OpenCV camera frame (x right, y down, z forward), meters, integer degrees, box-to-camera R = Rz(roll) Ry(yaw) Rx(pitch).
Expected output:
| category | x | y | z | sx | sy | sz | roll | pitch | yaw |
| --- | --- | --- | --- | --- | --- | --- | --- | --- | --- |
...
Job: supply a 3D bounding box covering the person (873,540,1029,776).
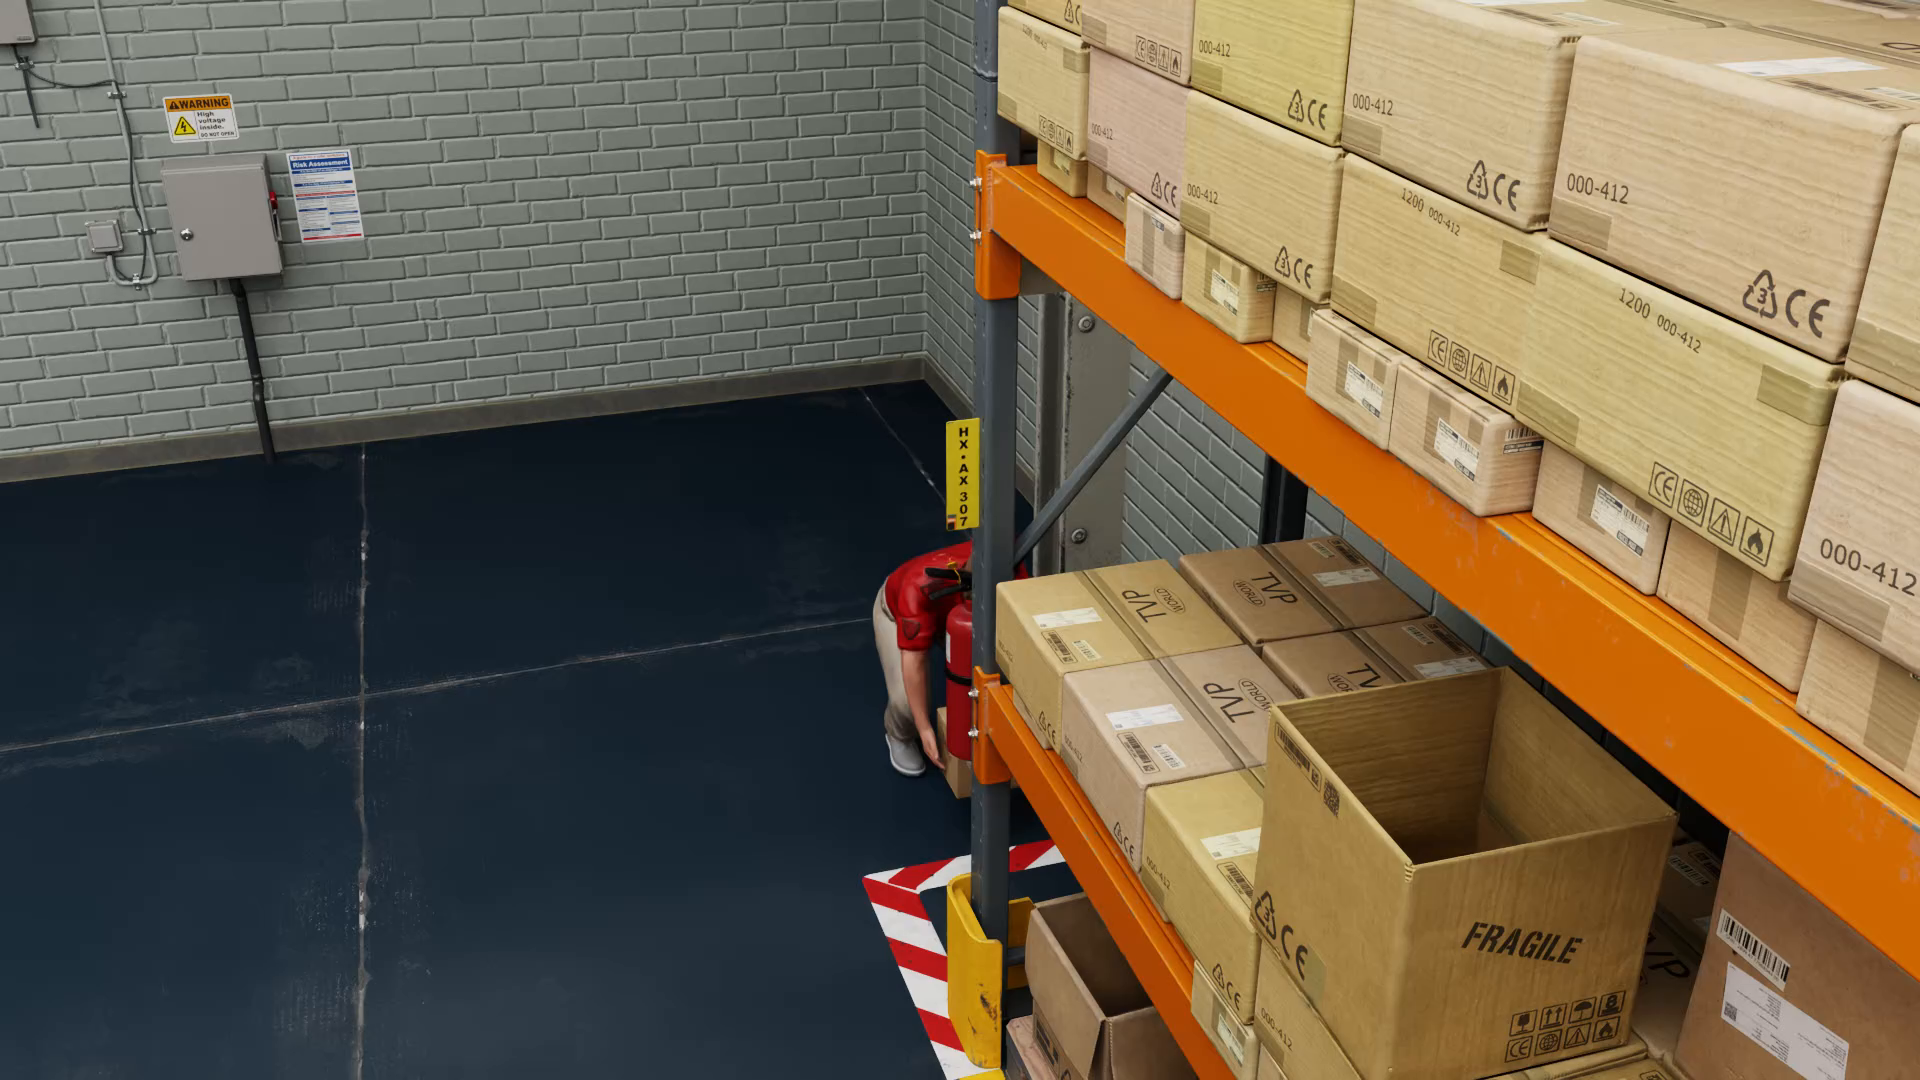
| category | x | y | z | sx | sy | sz | roll | pitch | yaw |
| --- | --- | --- | --- | --- | --- | --- | --- | --- | --- |
| person | -0.023 | 0.407 | 6.515 | 0.576 | 1.106 | 0.835 | -8 | 27 | -16 |
